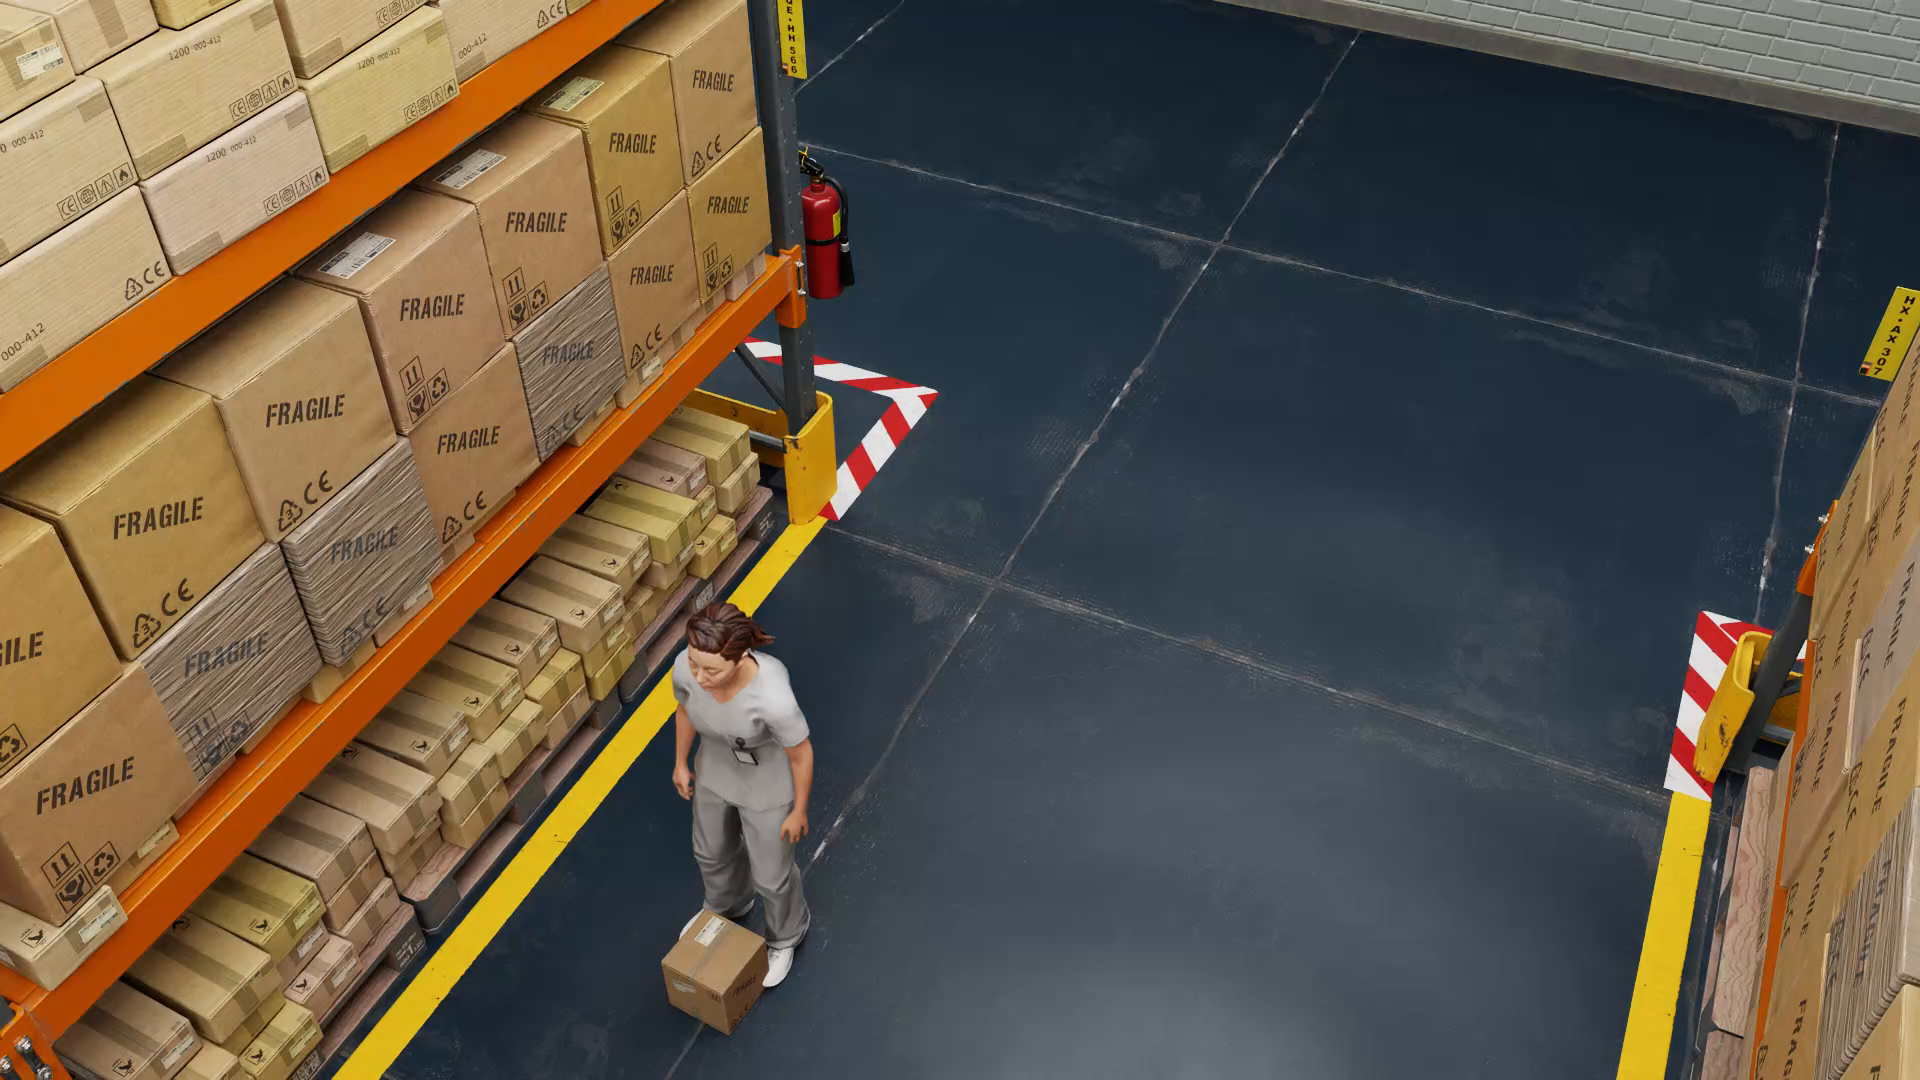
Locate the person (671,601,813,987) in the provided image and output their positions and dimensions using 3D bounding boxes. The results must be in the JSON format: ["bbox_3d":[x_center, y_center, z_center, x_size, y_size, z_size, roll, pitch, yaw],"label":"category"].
[{"bbox_3d":[-0.695,0.785,5.294,0.514,1.672,0.355,20,46,20],"label":"person"}]
